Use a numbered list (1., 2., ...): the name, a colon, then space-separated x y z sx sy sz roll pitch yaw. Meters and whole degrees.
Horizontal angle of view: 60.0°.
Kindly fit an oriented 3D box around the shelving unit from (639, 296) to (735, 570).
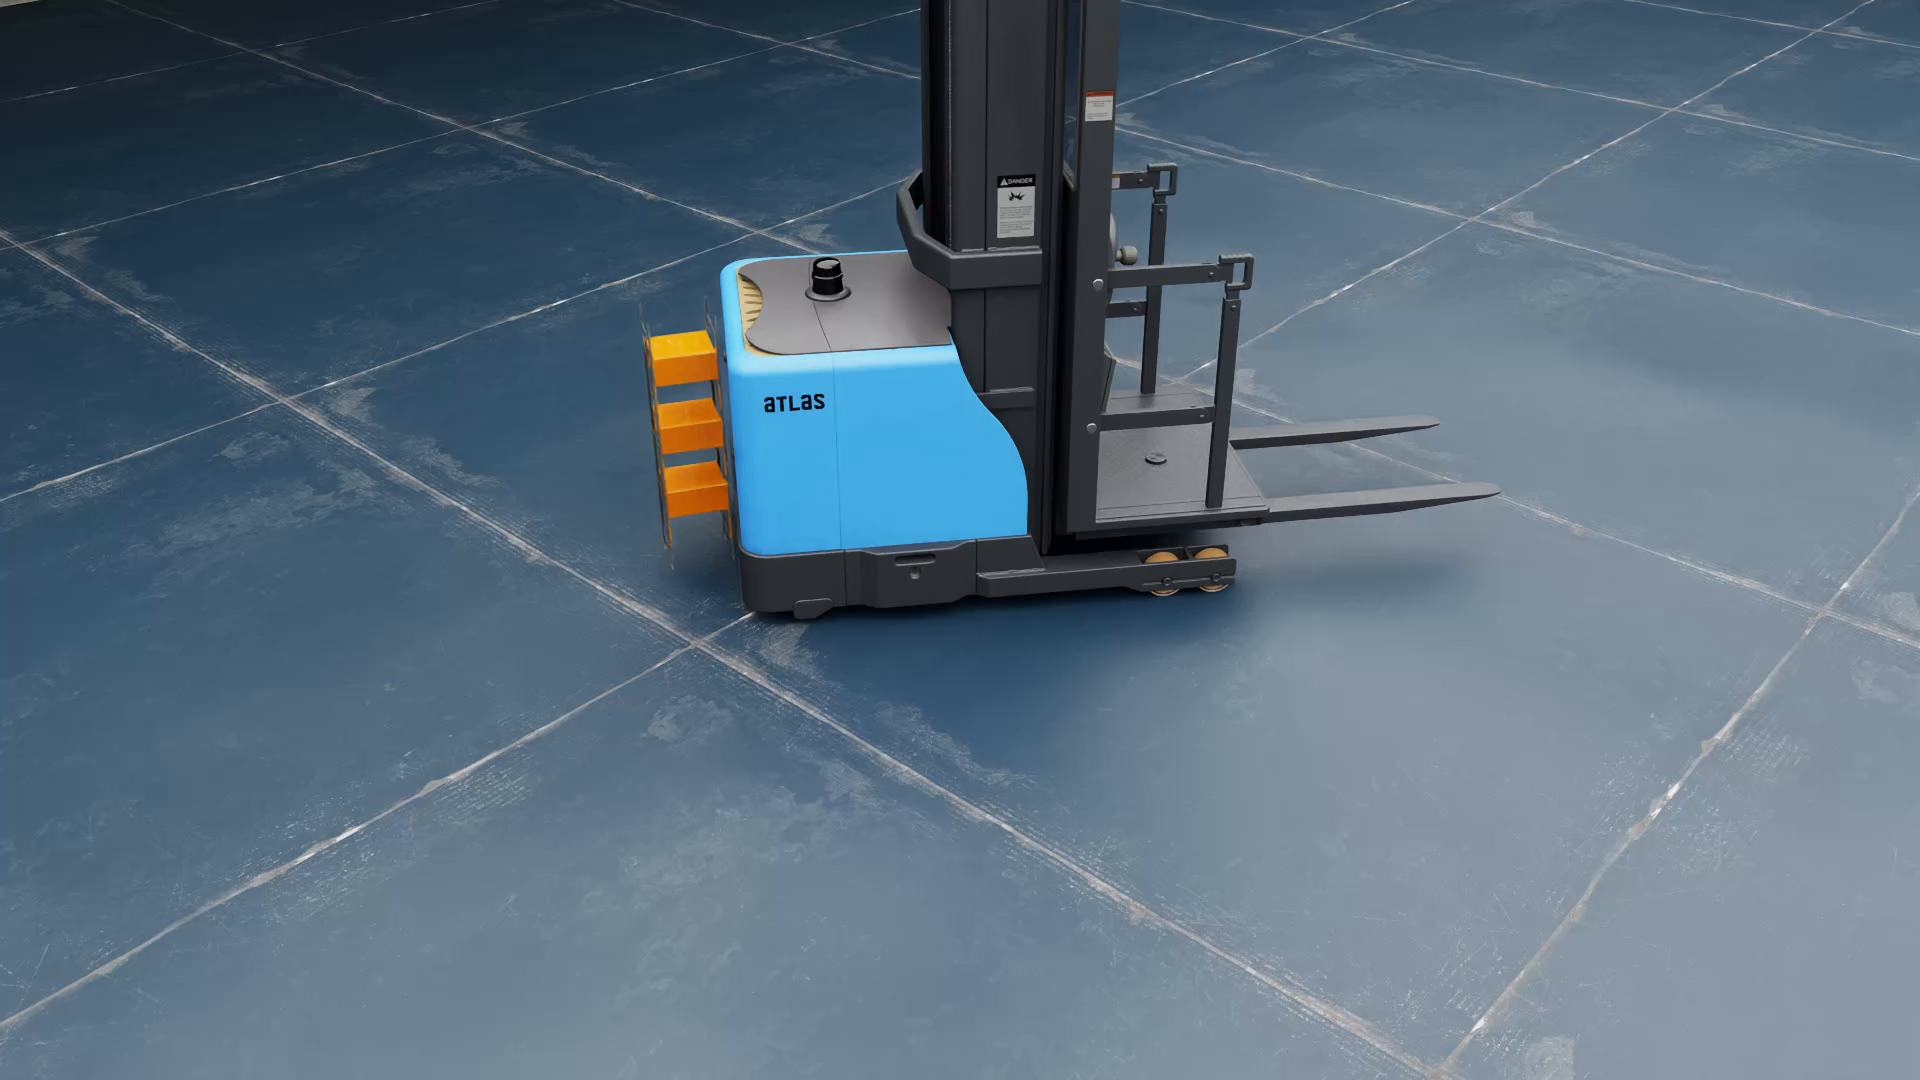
1. shelving unit: -1.043 -0.398 6.391 0.252 1.050 0.215 -9 33 -15

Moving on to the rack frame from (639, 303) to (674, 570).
1. rack frame: -1.159 -0.379 6.360 0.008 1.050 0.200 -9 33 -15

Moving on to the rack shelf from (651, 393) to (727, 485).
1. rack shelf: -1.043 -0.389 6.397 0.240 0.259 0.215 -9 33 -15

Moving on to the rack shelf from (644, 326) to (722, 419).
1. rack shelf: -1.042 -0.631 6.249 0.240 0.259 0.215 -9 33 -15

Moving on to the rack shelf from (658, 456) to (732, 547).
1. rack shelf: -1.044 -0.152 6.542 0.240 0.259 0.215 -9 33 -15

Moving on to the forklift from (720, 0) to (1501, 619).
1. forklift: 0.617 -1.306 6.077 3.031 2.935 1.130 -5 31 -8

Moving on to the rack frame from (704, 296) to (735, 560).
1. rack frame: -0.927 -0.417 6.423 0.008 1.050 0.200 -9 33 -15
